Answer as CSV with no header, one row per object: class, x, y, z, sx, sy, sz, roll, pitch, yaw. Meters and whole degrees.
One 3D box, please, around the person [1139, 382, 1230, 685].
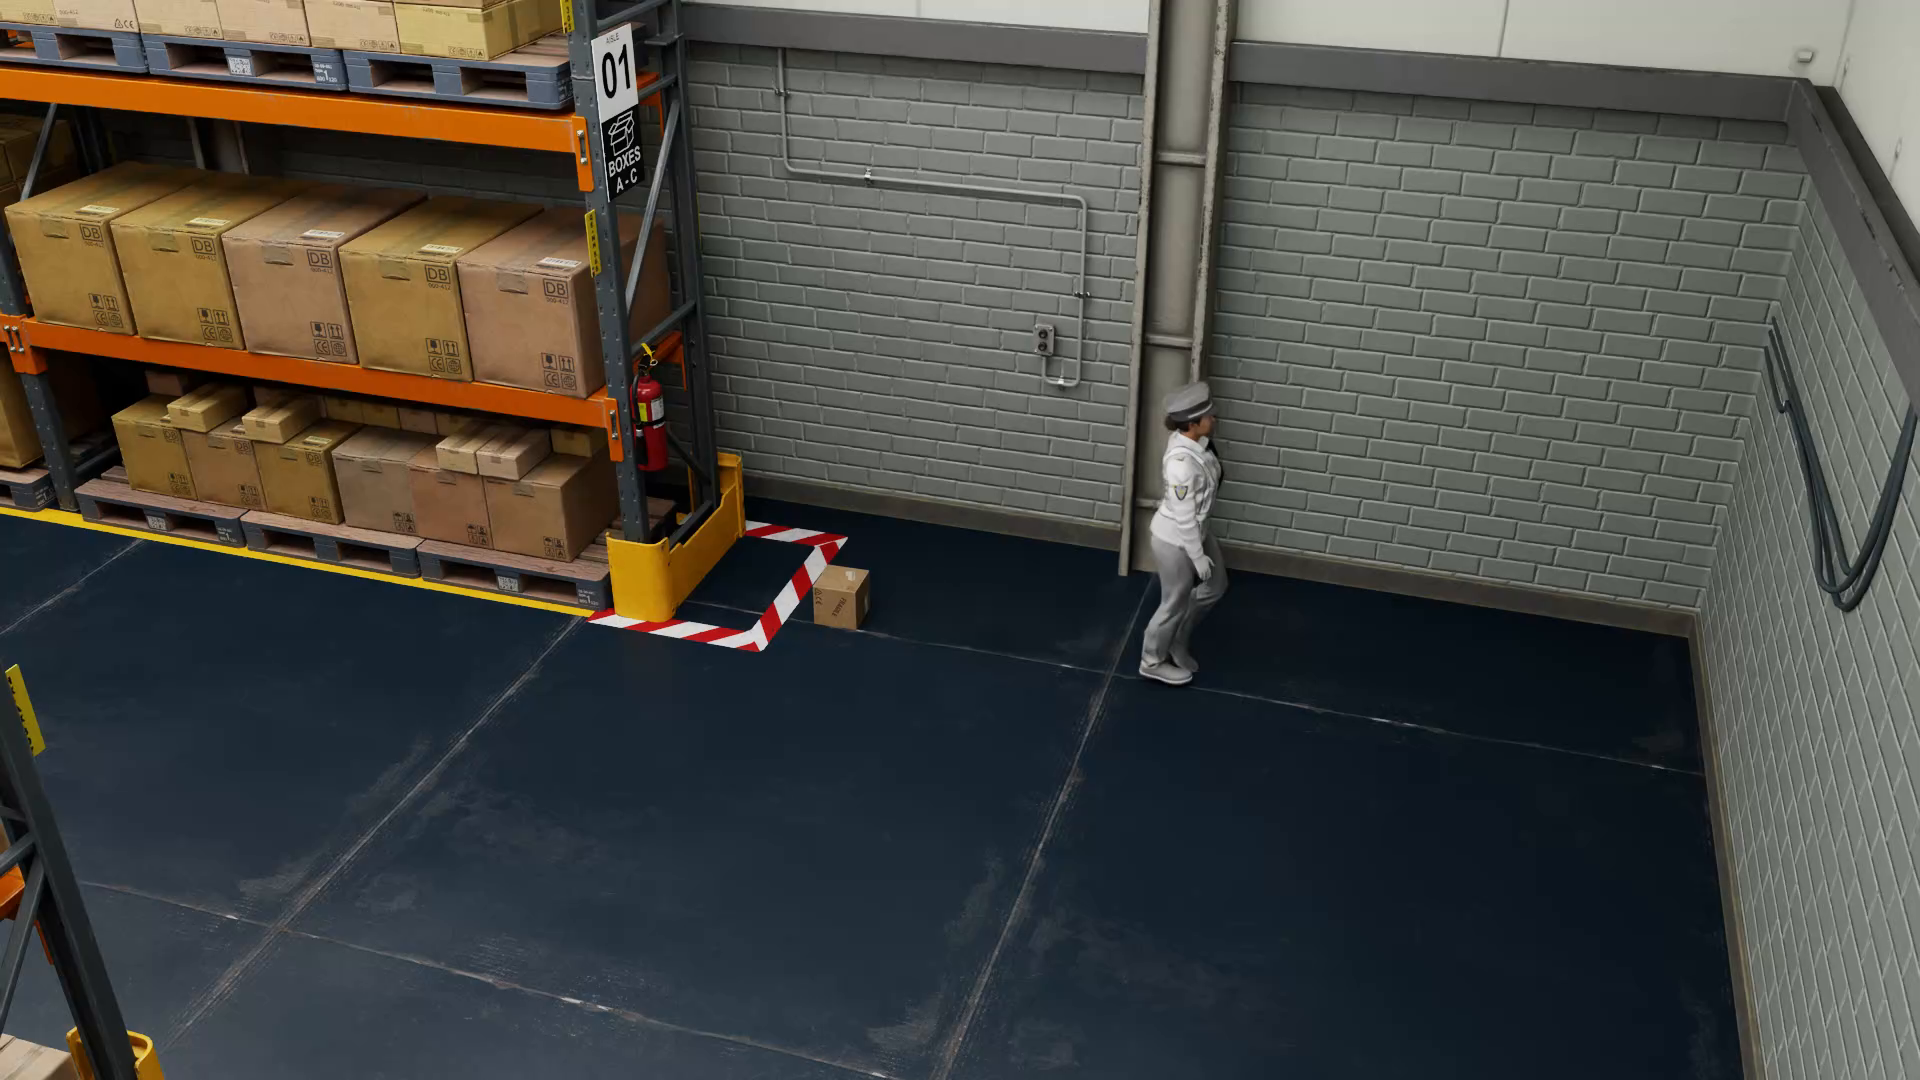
person,1.174,-0.006,8.484,0.416,1.715,0.496,8,30,14
